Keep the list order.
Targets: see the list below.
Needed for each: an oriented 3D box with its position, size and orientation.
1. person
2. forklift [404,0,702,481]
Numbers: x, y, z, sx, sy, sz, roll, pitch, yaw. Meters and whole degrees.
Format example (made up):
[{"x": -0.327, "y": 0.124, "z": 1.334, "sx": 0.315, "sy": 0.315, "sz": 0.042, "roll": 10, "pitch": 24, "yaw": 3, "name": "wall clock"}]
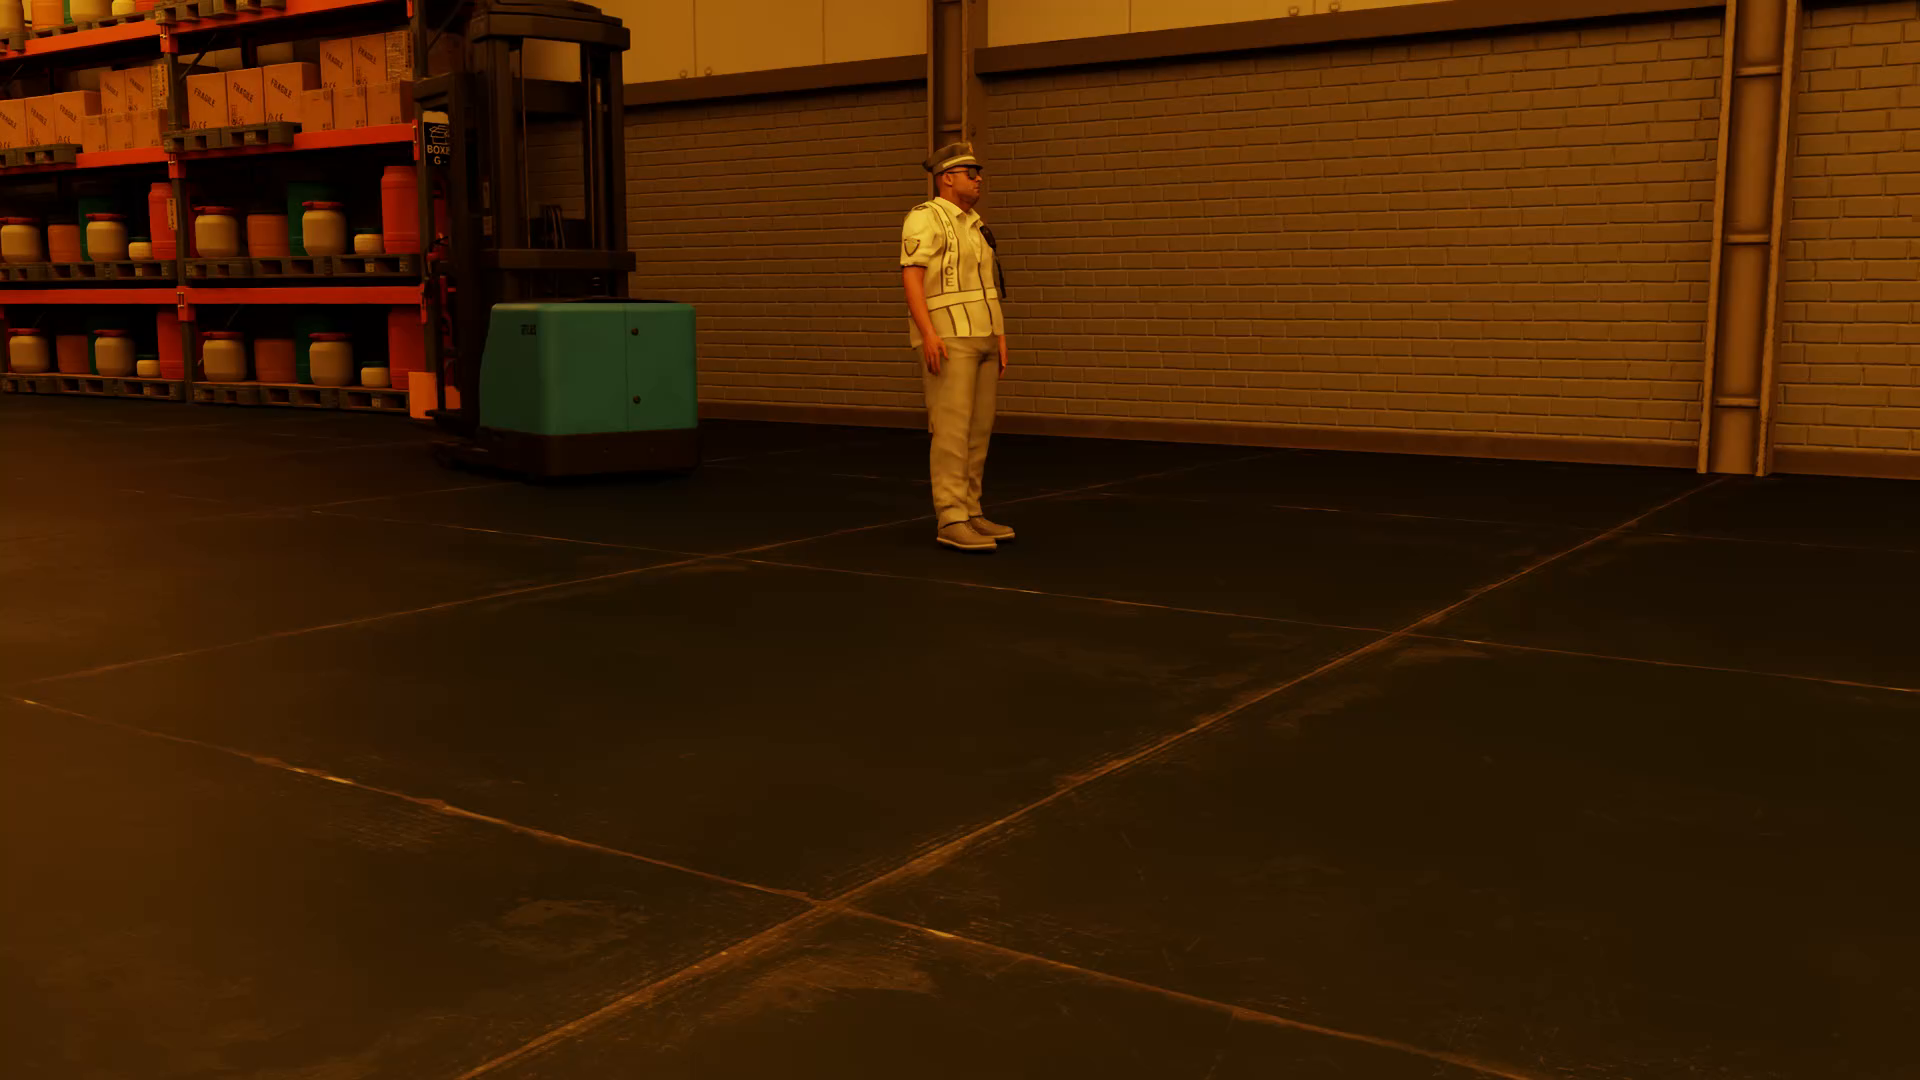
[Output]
[{"x": 0.058, "y": -0.882, "z": 7.424, "sx": 0.574, "sy": 1.780, "sz": 0.641, "roll": 5, "pitch": 10, "yaw": 34, "name": "person"}, {"x": -2.890, "y": -1.962, "z": 10.988, "sx": 1.130, "sy": 2.935, "sz": 3.031, "roll": -6, "pitch": 10, "yaw": -37, "name": "forklift"}]
